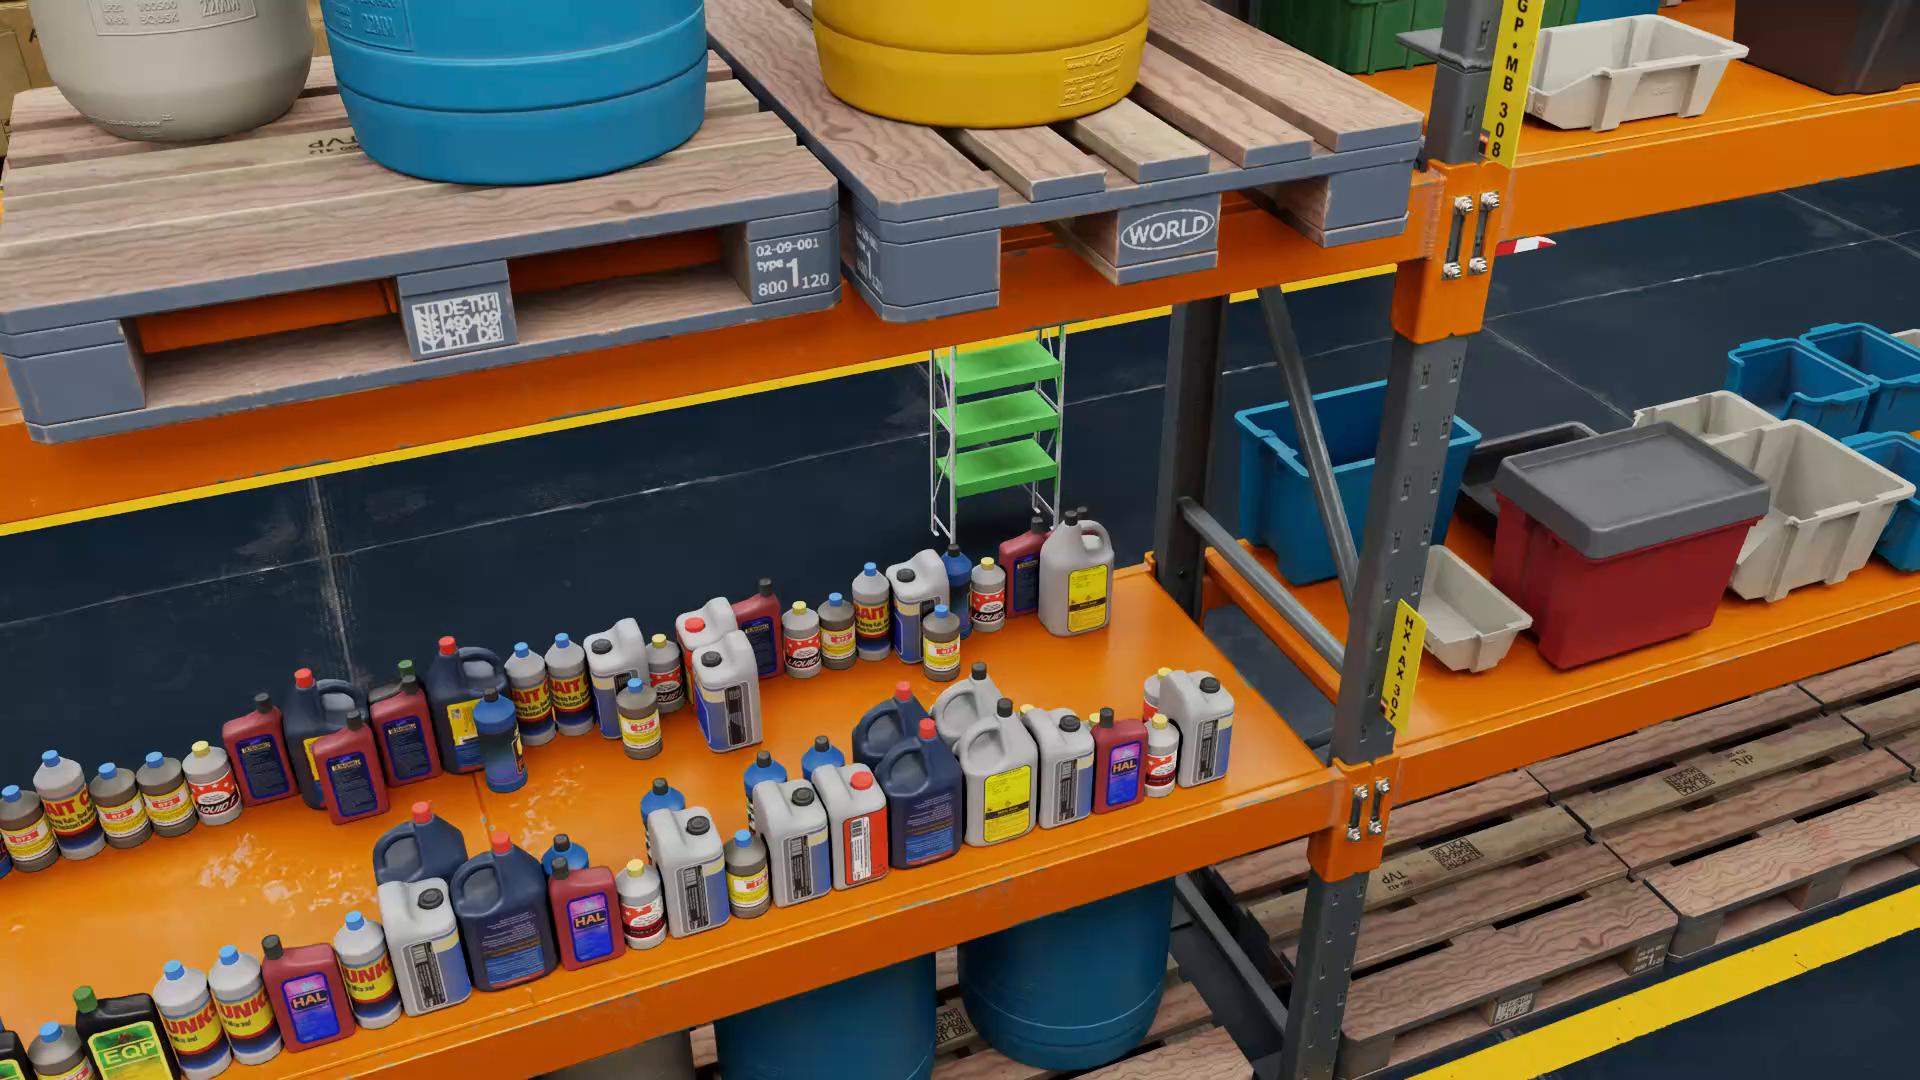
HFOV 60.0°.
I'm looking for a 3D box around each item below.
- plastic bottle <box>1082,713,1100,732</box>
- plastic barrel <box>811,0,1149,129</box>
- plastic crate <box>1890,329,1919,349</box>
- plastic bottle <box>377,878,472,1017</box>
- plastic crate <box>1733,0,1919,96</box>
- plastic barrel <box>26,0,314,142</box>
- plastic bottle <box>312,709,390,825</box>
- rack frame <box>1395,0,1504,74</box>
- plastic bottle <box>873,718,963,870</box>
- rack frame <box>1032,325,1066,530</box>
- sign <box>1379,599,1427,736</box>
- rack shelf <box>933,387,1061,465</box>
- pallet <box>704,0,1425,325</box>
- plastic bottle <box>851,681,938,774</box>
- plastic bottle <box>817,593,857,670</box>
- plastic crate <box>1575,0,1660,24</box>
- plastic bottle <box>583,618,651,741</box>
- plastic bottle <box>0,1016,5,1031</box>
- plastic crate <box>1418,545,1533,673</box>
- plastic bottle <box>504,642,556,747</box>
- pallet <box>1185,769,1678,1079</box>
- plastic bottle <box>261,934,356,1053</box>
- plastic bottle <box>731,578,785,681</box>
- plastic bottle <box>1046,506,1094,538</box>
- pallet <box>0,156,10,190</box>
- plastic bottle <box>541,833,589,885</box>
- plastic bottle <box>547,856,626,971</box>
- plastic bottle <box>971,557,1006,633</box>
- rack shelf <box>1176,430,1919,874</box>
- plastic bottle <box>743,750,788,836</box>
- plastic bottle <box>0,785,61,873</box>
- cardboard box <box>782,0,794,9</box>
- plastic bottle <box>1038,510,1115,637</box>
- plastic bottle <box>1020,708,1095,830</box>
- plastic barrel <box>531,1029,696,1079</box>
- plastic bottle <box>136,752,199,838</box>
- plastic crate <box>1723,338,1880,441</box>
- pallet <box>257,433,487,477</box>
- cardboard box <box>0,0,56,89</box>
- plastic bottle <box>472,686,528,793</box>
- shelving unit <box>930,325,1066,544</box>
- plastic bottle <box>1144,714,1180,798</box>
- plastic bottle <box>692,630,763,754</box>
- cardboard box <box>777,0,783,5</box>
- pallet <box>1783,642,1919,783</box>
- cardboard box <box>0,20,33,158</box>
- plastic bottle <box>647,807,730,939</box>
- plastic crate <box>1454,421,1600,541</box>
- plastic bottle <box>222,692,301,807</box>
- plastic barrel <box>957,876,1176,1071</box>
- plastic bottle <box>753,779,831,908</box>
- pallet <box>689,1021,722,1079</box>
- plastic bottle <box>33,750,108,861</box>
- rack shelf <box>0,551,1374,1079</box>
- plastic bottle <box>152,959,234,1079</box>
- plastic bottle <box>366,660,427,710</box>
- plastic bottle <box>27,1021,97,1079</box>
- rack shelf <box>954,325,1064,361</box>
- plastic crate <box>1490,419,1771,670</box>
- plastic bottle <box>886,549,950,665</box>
[{"bbox_3d":[0.318,0.497,3.918,0.097,0.201,0.097,0,33,0],"label":"plastic bottle"},{"bbox_3d":[0.036,-1.086,2.860,0.600,0.588,0.600,0,33,0],"label":"plastic barrel"},{"bbox_3d":[3.178,-0.571,5.564,0.298,0.136,0.250,-13,35,-19],"label":"plastic crate"},{"bbox_3d":[-1.087,0.807,3.373,0.135,0.276,0.152,-13,35,-19],"label":"plastic bottle"},{"bbox_3d":[2.050,-1.195,3.706,0.590,0.269,0.497,-13,35,-19],"label":"plastic crate"},{"bbox_3d":[-1.313,-0.964,2.721,0.433,0.535,0.433,0,33,0],"label":"plastic barrel"},{"bbox_3d":[-1.401,0.518,3.811,0.133,0.283,0.061,-13,35,-19],"label":"plastic bottle"},{"bbox_3d":[0.799,-2.383,2.661,0.127,3.000,1.000,-13,35,-19],"label":"rack frame"},{"bbox_3d":[-0.093,0.550,3.699,0.185,0.351,0.144,-13,35,-19],"label":"plastic bottle"},{"bbox_3d":[0.378,-0.589,7.056,0.015,1.200,0.240,-13,35,-19],"label":"rack frame"},{"bbox_3d":[1.010,0.293,3.796,0.005,0.325,0.100,-13,35,-19],"label":"sign"},{"bbox_3d":[0.153,-0.484,7.011,0.480,0.148,0.258,-13,35,-19],"label":"rack shelf"},{"bbox_3d":[0.114,-0.832,3.200,1.003,0.211,1.213,-13,35,-19],"label":"pallet"},{"bbox_3d":[-0.148,0.478,3.811,0.185,0.351,0.144,-13,35,-19],"label":"plastic bottle"},{"bbox_3d":[-0.320,0.230,4.328,0.097,0.201,0.097,0,33,0],"label":"plastic bottle"},{"bbox_3d":[1.515,-1.408,4.067,0.300,0.233,0.416,-13,35,-19],"label":"plastic crate"},{"bbox_3d":[-0.843,0.335,4.099,0.135,0.276,0.152,-13,35,-19],"label":"plastic bottle"},{"bbox_3d":[-1.845,0.963,3.138,0.097,0.271,0.097,0,33,0],"label":"plastic bottle"},{"bbox_3d":[1.283,0.191,4.393,0.243,0.136,0.396,-13,35,-19],"label":"plastic crate"},{"bbox_3d":[-1.050,0.368,4.052,0.097,0.271,0.097,0,33,0],"label":"plastic bottle"},{"bbox_3d":[1.462,1.126,5.326,1.213,0.211,1.003,-13,35,-19],"label":"pallet"},{"bbox_3d":[-1.282,0.876,3.261,0.133,0.283,0.061,-13,35,-19],"label":"plastic bottle"},{"bbox_3d":[-0.523,0.231,4.251,0.133,0.283,0.061,-13,35,-19],"label":"plastic bottle"},{"bbox_3d":[0.295,0.044,4.539,0.133,0.283,0.061,-13,35,-19],"label":"plastic bottle"},{"bbox_3d":[-4.206,-1.613,7.155,1.003,0.211,1.213,-13,35,-19],"label":"pallet"},{"bbox_3d":[-0.822,0.728,3.498,0.097,0.271,0.097,0,33,0],"label":"plastic bottle"},{"bbox_3d":[-0.775,0.759,3.440,0.133,0.283,0.061,-13,35,-19],"label":"plastic bottle"},{"bbox_3d":[0.073,0.140,4.467,0.097,0.201,0.097,0,33,0],"label":"plastic bottle"},{"bbox_3d":[2.643,0.011,5.142,4.000,0.370,1.077,-13,35,-19],"label":"rack shelf"},{"bbox_3d":[-0.431,0.585,3.719,0.097,0.271,0.097,0,33,0],"label":"plastic bottle"},{"bbox_3d":[-2.086,0.634,3.707,0.097,0.201,0.097,0,33,0],"label":"plastic bottle"},{"bbox_3d":[-0.540,-2.372,8.054,0.500,0.500,0.500,-12,35,-18],"label":"cardboard box"},{"bbox_3d":[0.311,0.072,4.433,0.185,0.351,0.144,-13,35,-19],"label":"plastic bottle"},{"bbox_3d":[0.224,0.507,3.834,0.135,0.276,0.152,-13,35,-19],"label":"plastic bottle"},{"bbox_3d":[-0.918,1.329,4.354,0.421,0.512,0.421,0,33,0],"label":"plastic barrel"},{"bbox_3d":[-1.817,0.573,3.802,0.097,0.201,0.097,0,33,0],"label":"plastic bottle"},{"bbox_3d":[2.641,-0.440,5.274,0.300,0.233,0.416,-13,35,-19],"label":"plastic crate"},{"bbox_3d":[-2.977,-0.740,8.194,1.213,0.211,1.003,-13,35,-19],"label":"pallet"},{"bbox_3d":[-5.996,-3.370,11.264,0.750,0.750,0.750,-13,35,-20],"label":"cardboard box"},{"bbox_3d":[-1.084,0.461,3.909,0.097,0.271,0.097,0,33,0],"label":"plastic bottle"},{"bbox_3d":[0.153,-0.538,6.976,0.503,1.200,0.258,-13,35,-19],"label":"shelving unit"},{"bbox_3d":[0.464,0.499,3.915,0.097,0.201,0.097,0,33,0],"label":"plastic bottle"},{"bbox_3d":[-0.570,0.362,4.057,0.135,0.276,0.152,-13,35,-19],"label":"plastic bottle"},{"bbox_3d":[-0.754,-2.636,8.459,0.500,0.500,0.500,-12,35,-18],"label":"cardboard box"},{"bbox_3d":[3.711,0.611,6.118,1.213,0.211,1.003,-13,35,-19],"label":"pallet"},{"bbox_3d":[-4.266,-1.923,6.978,0.500,0.500,0.700,-26,41,-34],"label":"cardboard box"},{"bbox_3d":[-0.579,0.691,3.552,0.135,0.276,0.152,-13,35,-19],"label":"plastic bottle"},{"bbox_3d":[1.727,-0.149,4.926,0.590,0.125,0.437,-13,35,-19],"label":"plastic crate"},{"bbox_3d":[-1.628,0.484,3.863,0.133,0.283,0.061,-13,35,-19],"label":"plastic bottle"},{"bbox_3d":[0.290,0.942,4.591,0.708,0.901,0.600,-13,35,-19],"label":"plastic barrel"},{"bbox_3d":[-0.365,0.642,3.627,0.135,0.276,0.152,-13,35,-19],"label":"plastic bottle"},{"bbox_3d":[-1.055,1.702,4.440,1.213,0.211,1.003,-13,35,-19],"label":"pallet"},{"bbox_3d":[-1.996,0.584,3.720,0.097,0.271,0.097,0,33,0],"label":"plastic bottle"},{"bbox_3d":[-1.045,0.856,3.844,4.000,0.370,1.077,-13,35,-19],"label":"rack shelf"},{"bbox_3d":[-1.485,0.916,3.209,0.097,0.271,0.097,0,33,0],"label":"plastic bottle"},{"bbox_3d":[-1.334,0.417,3.966,0.133,0.283,0.061,-13,35,-19],"label":"plastic bottle"},{"bbox_3d":[-1.698,0.994,3.154,0.097,0.201,0.097,0,33,0],"label":"plastic bottle"},{"bbox_3d":[0.153,-0.887,6.750,0.480,0.148,0.258,-13,35,-19],"label":"rack shelf"},{"bbox_3d":[1.719,0.018,4.359,0.583,0.464,0.402,-13,35,-19],"label":"plastic crate"},{"bbox_3d":[-0.113,0.167,4.356,0.135,0.276,0.152,-13,35,-19],"label":"plastic bottle"}]
